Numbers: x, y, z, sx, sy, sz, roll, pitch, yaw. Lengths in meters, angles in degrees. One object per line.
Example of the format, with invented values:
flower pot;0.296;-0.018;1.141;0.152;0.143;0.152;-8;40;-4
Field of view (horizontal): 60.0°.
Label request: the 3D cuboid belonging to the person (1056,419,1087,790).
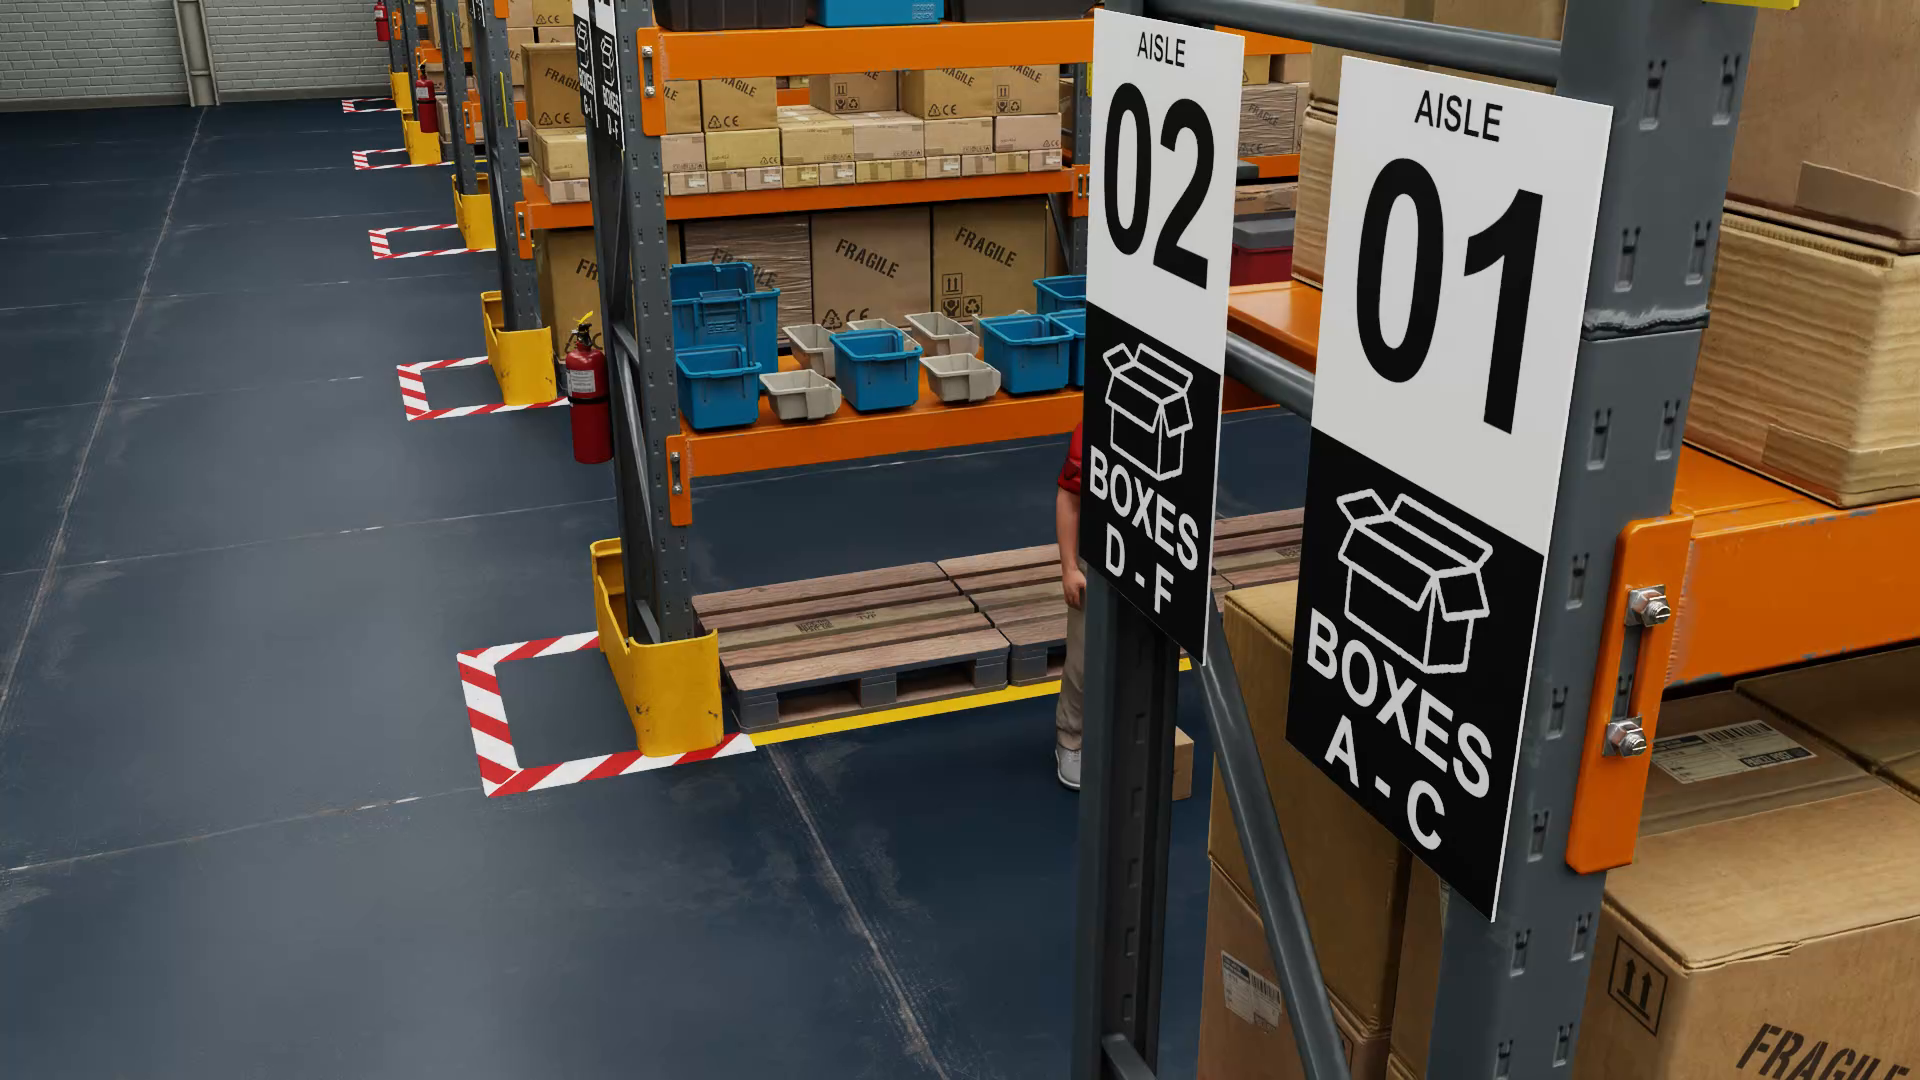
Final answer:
person;0.637;0.086;6.402;0.606;1.728;0.387;-10;24;-22
